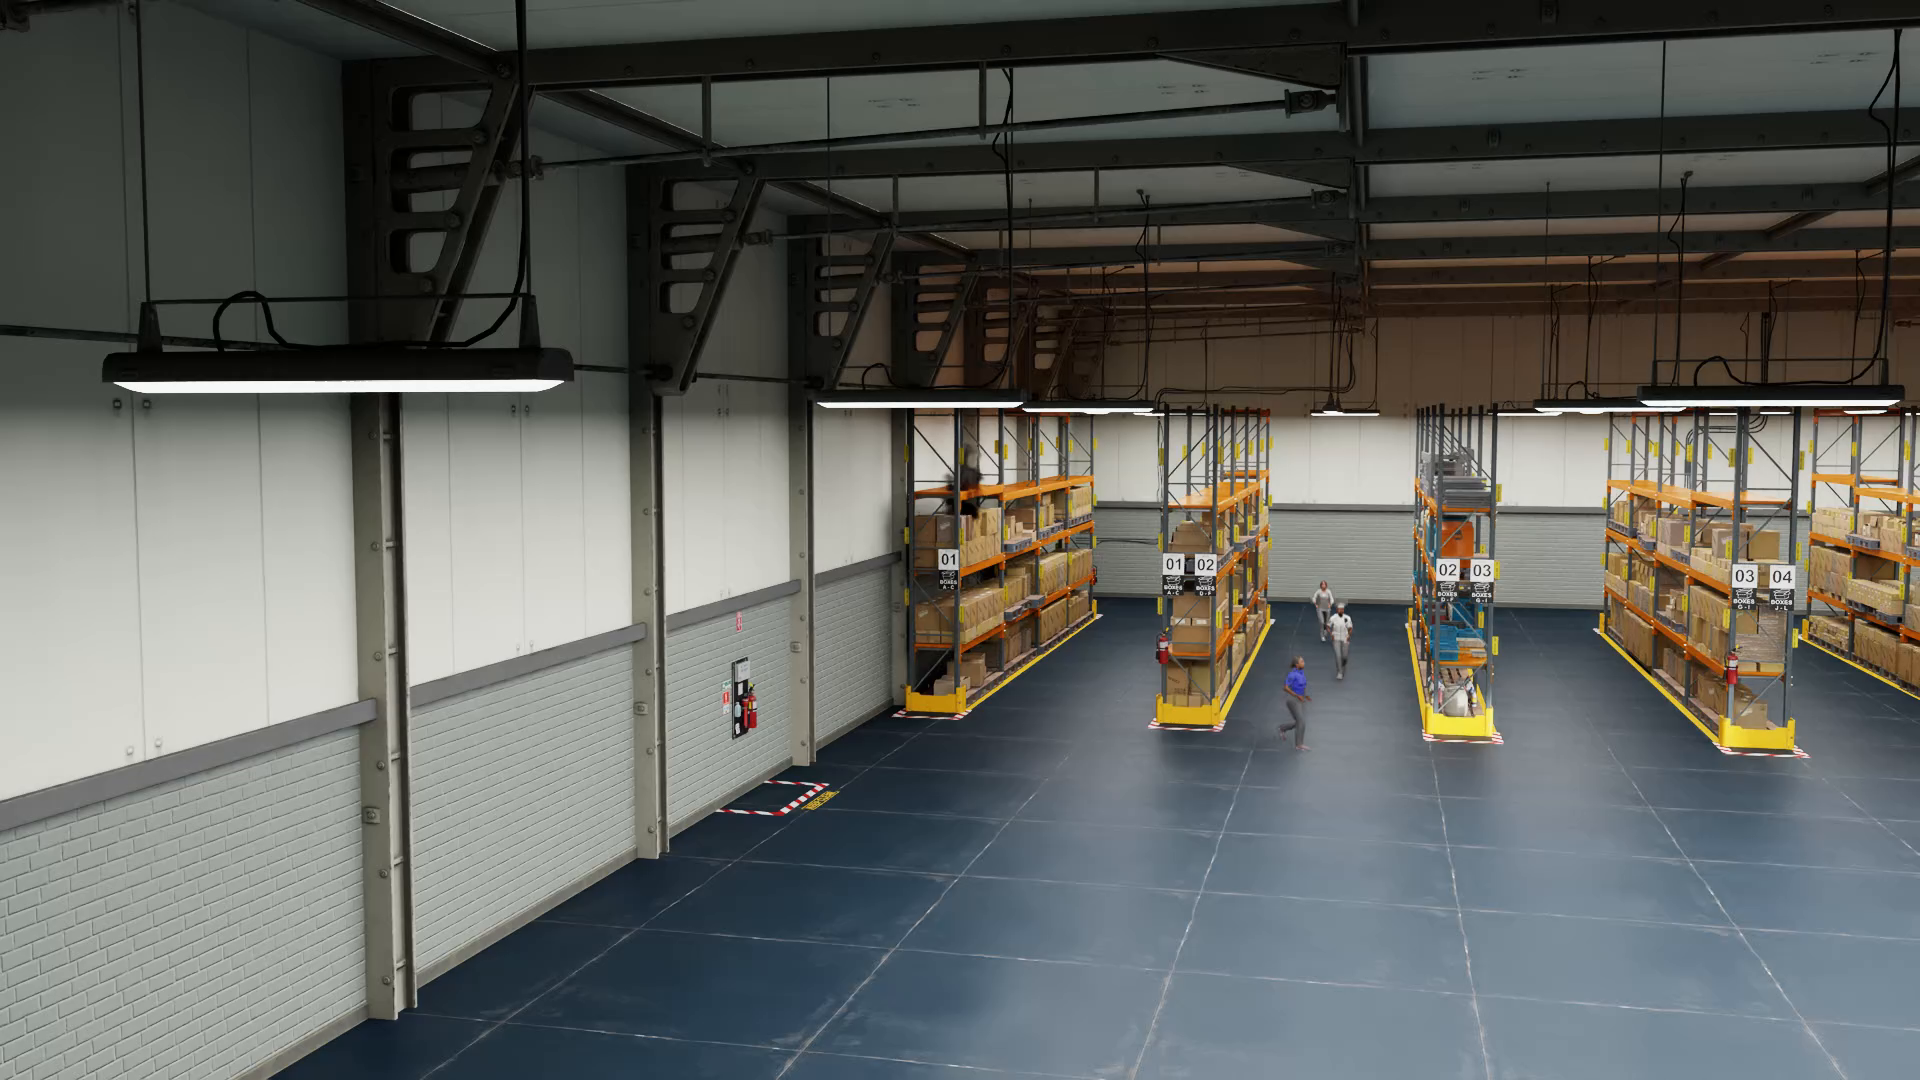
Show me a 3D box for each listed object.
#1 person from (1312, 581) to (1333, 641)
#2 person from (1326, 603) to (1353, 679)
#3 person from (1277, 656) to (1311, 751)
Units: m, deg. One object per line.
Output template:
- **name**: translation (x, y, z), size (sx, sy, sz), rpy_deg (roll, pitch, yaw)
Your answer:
- **person**: translation (9.373, 1.820, 42.960), size (0.537, 1.549, 0.594), rpy_deg (0, 4, 4)
- **person**: translation (8.417, 2.210, 36.890), size (0.586, 1.676, 0.583), rpy_deg (1, 4, 7)
- **person**: translation (5.769, 2.825, 28.855), size (0.665, 1.637, 0.578), rpy_deg (3, 5, 34)
